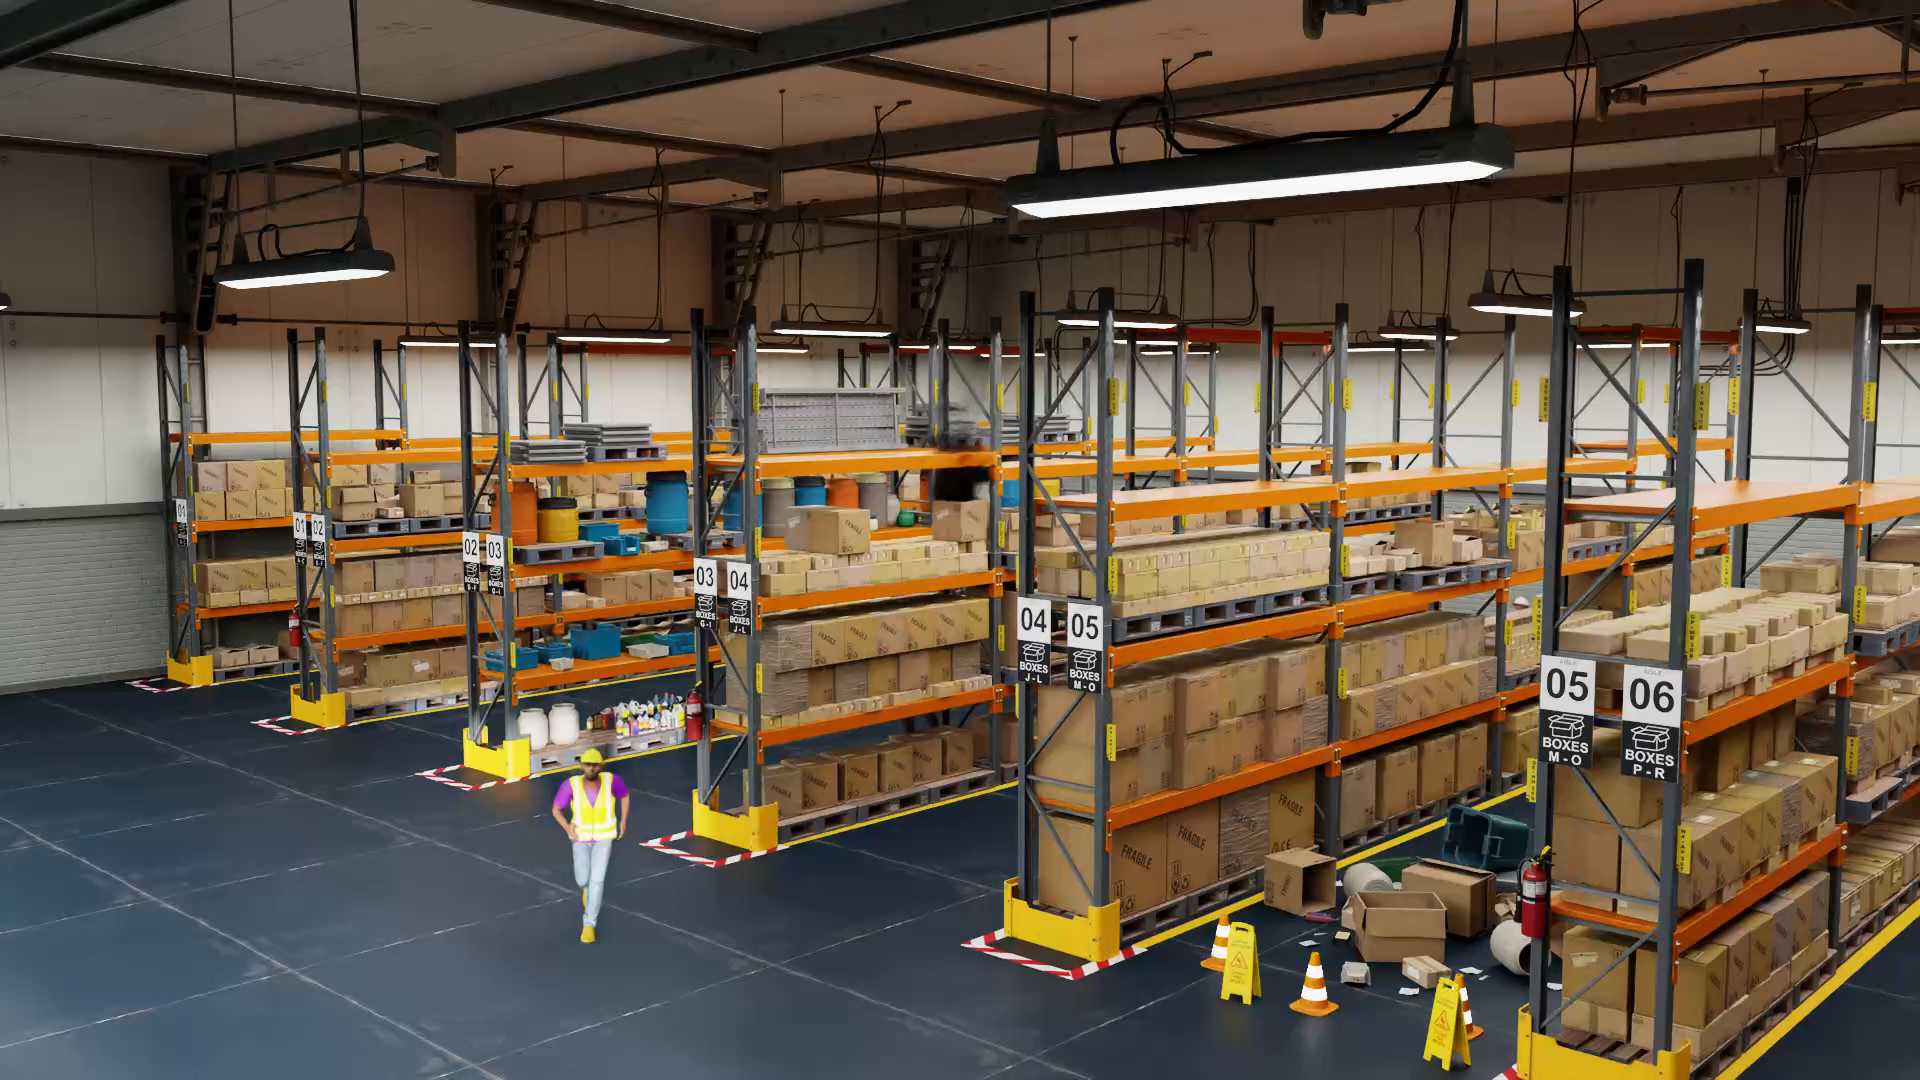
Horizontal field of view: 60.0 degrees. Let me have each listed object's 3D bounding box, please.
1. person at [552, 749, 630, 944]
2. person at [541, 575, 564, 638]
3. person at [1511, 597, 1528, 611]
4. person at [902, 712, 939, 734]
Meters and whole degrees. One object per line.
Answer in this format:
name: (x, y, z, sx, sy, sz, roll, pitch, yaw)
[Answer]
person: (-3.488, 2.825, 15.752, 0.726, 1.750, 0.959, -1, 5, -12)
person: (-7.537, 1.461, 30.882, 0.588, 1.605, 0.778, 4, 7, 35)
person: (8.968, 1.803, 26.477, 0.881, 1.810, 0.664, -5, 7, -40)
person: (-0.536, 2.131, 23.258, 0.624, 1.780, 0.752, 4, 7, 34)
